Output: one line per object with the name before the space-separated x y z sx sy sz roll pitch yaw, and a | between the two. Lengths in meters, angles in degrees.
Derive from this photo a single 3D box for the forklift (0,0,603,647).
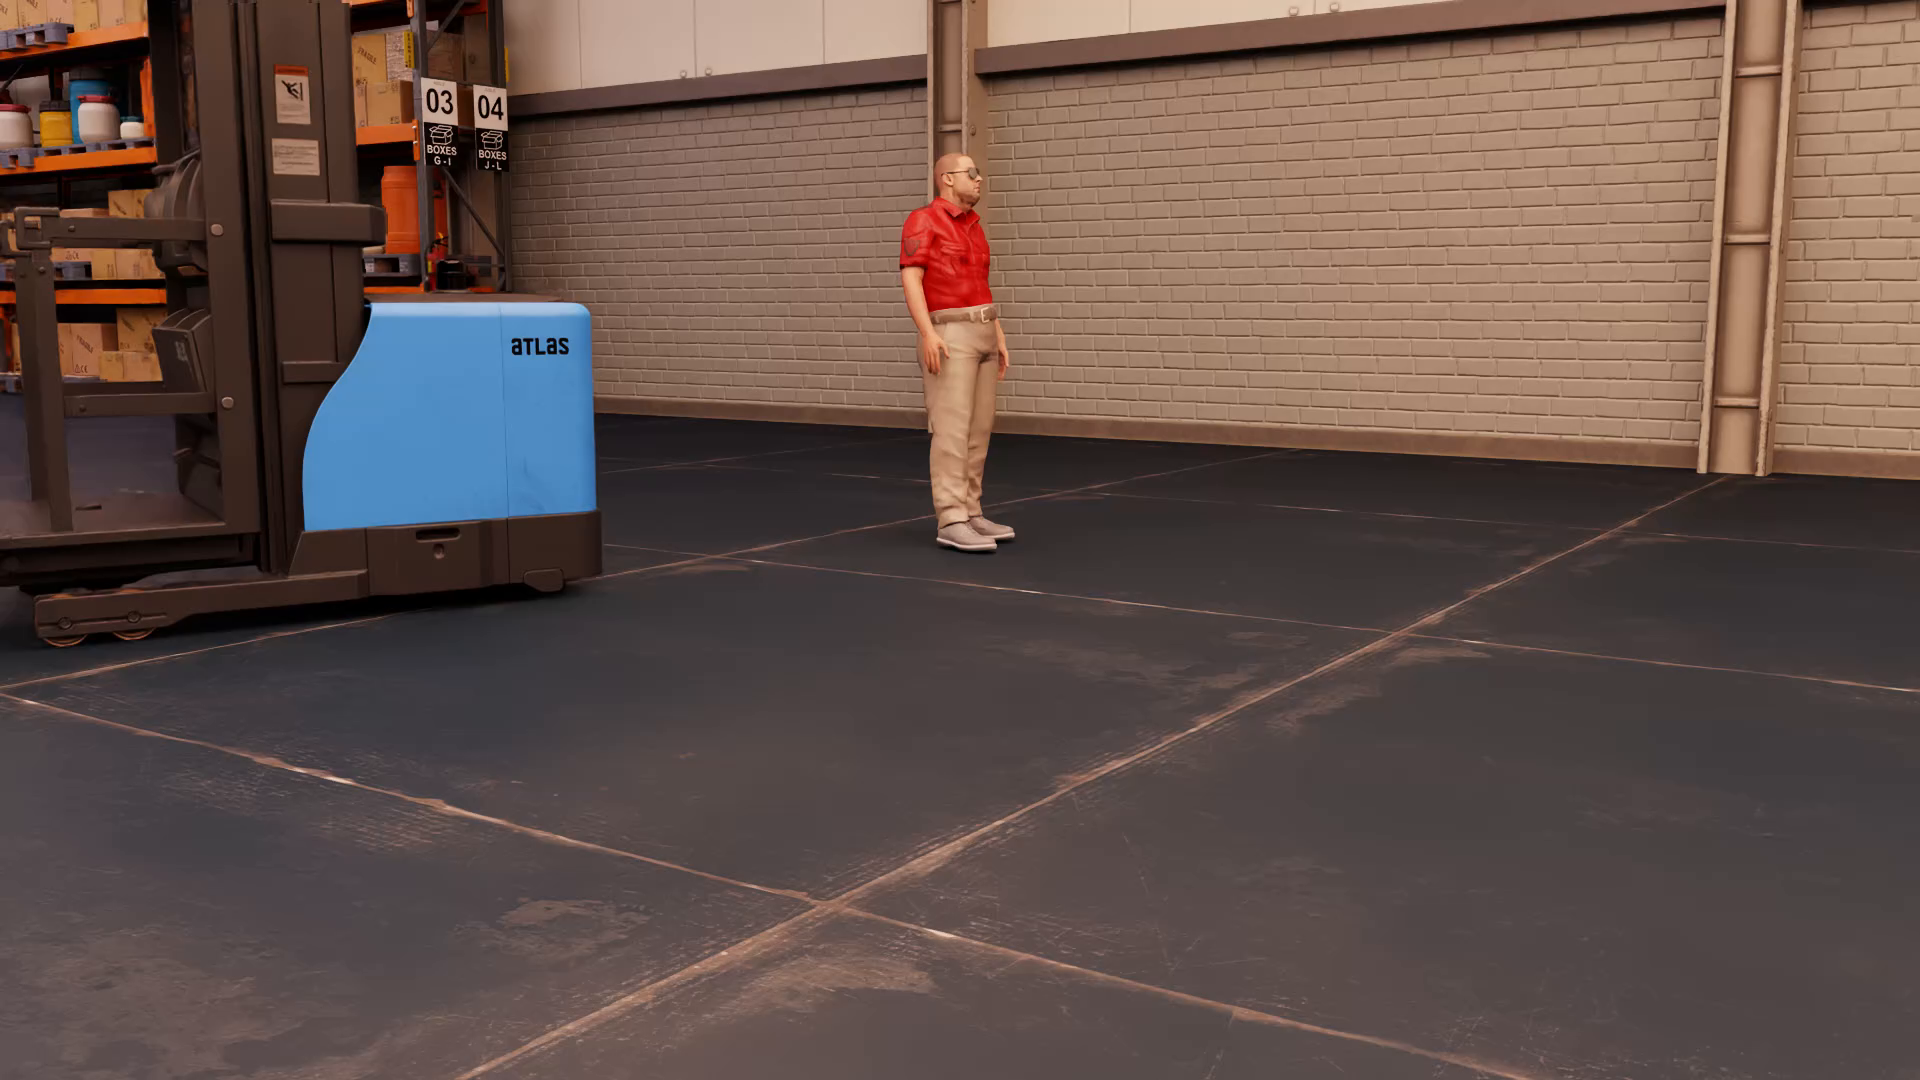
forklift | -2.858 -1.199 5.621 3.031 2.935 1.130 -5 10 -32

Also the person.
person | 0.067 -0.854 7.421 0.551 1.727 0.640 5 10 34
